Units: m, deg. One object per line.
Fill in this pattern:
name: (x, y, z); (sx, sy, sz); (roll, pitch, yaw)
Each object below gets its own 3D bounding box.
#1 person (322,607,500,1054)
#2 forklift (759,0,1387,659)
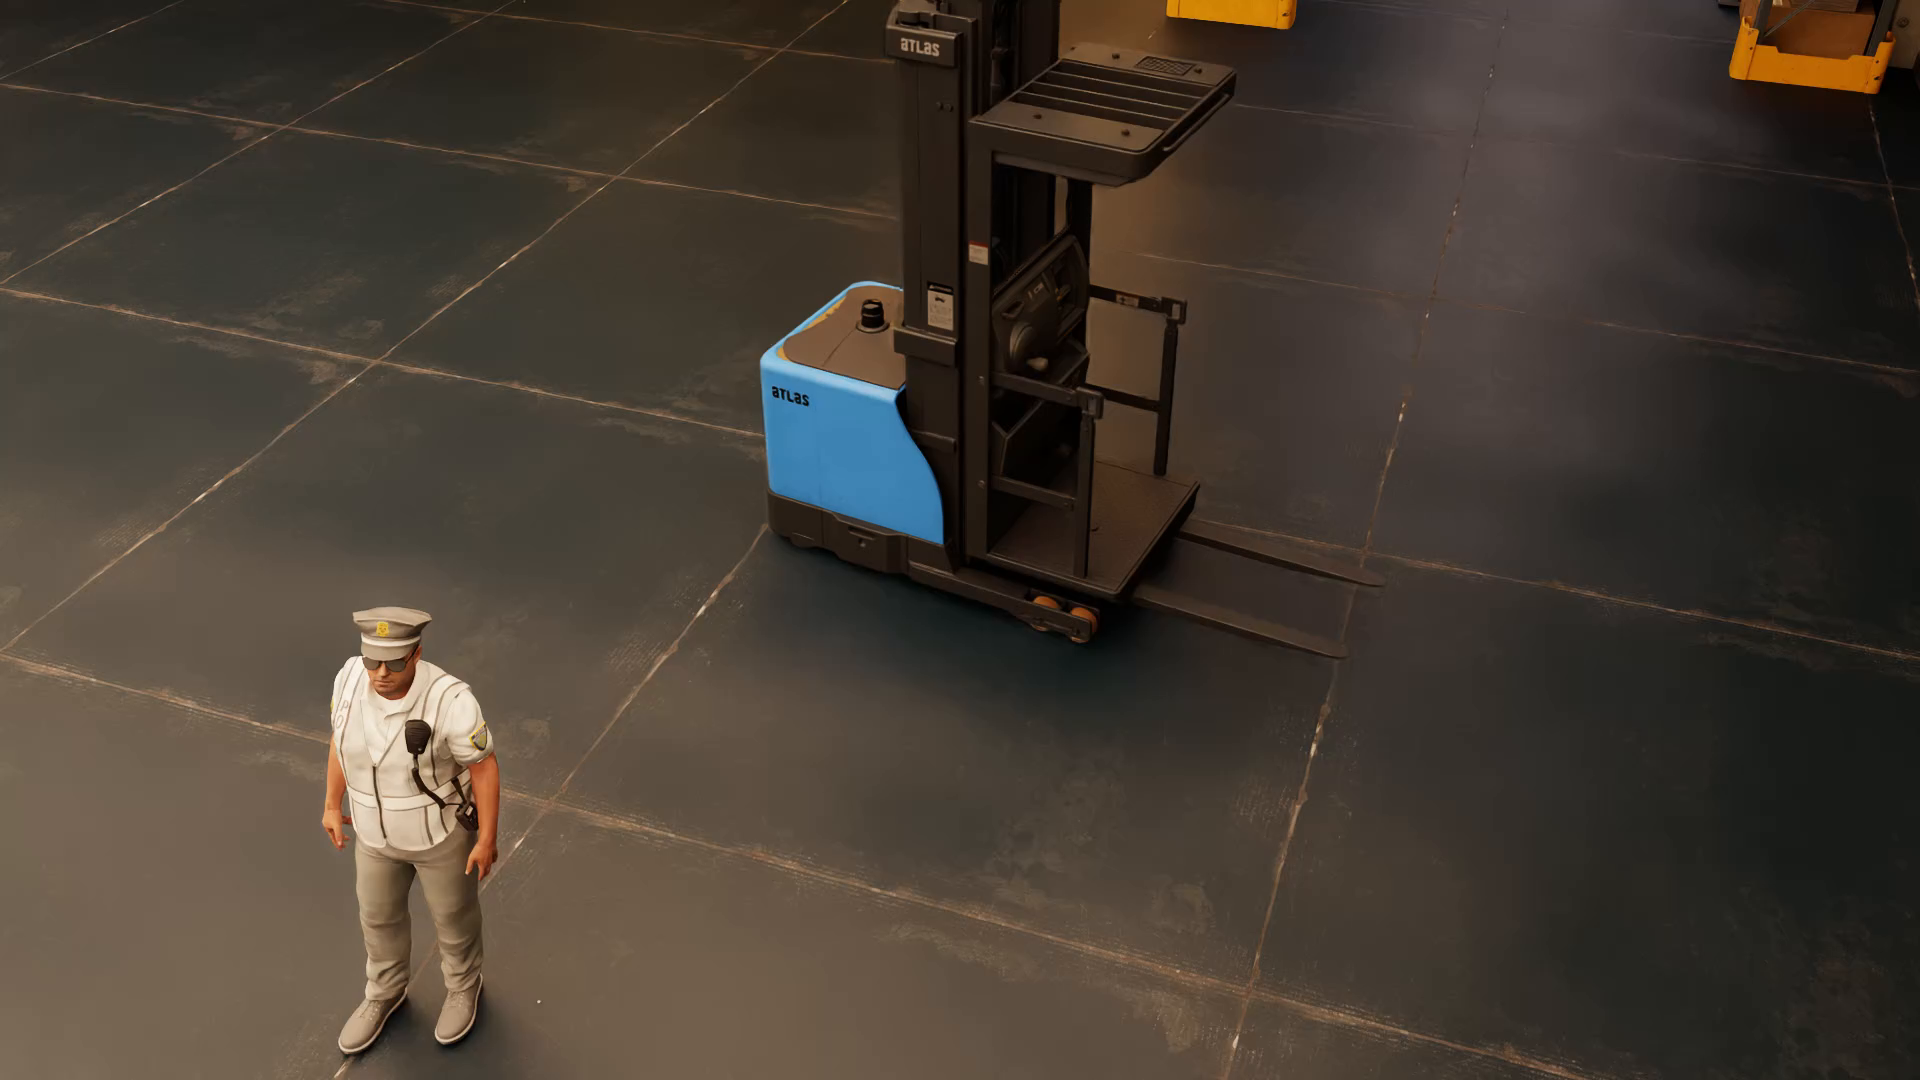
person: (-1.900, 1.006, 5.673); (0.640, 1.781, 0.576); (7, 36, 10)
forklift: (0.556, -1.057, 7.602); (3.031, 2.935, 1.130); (17, 39, 22)
